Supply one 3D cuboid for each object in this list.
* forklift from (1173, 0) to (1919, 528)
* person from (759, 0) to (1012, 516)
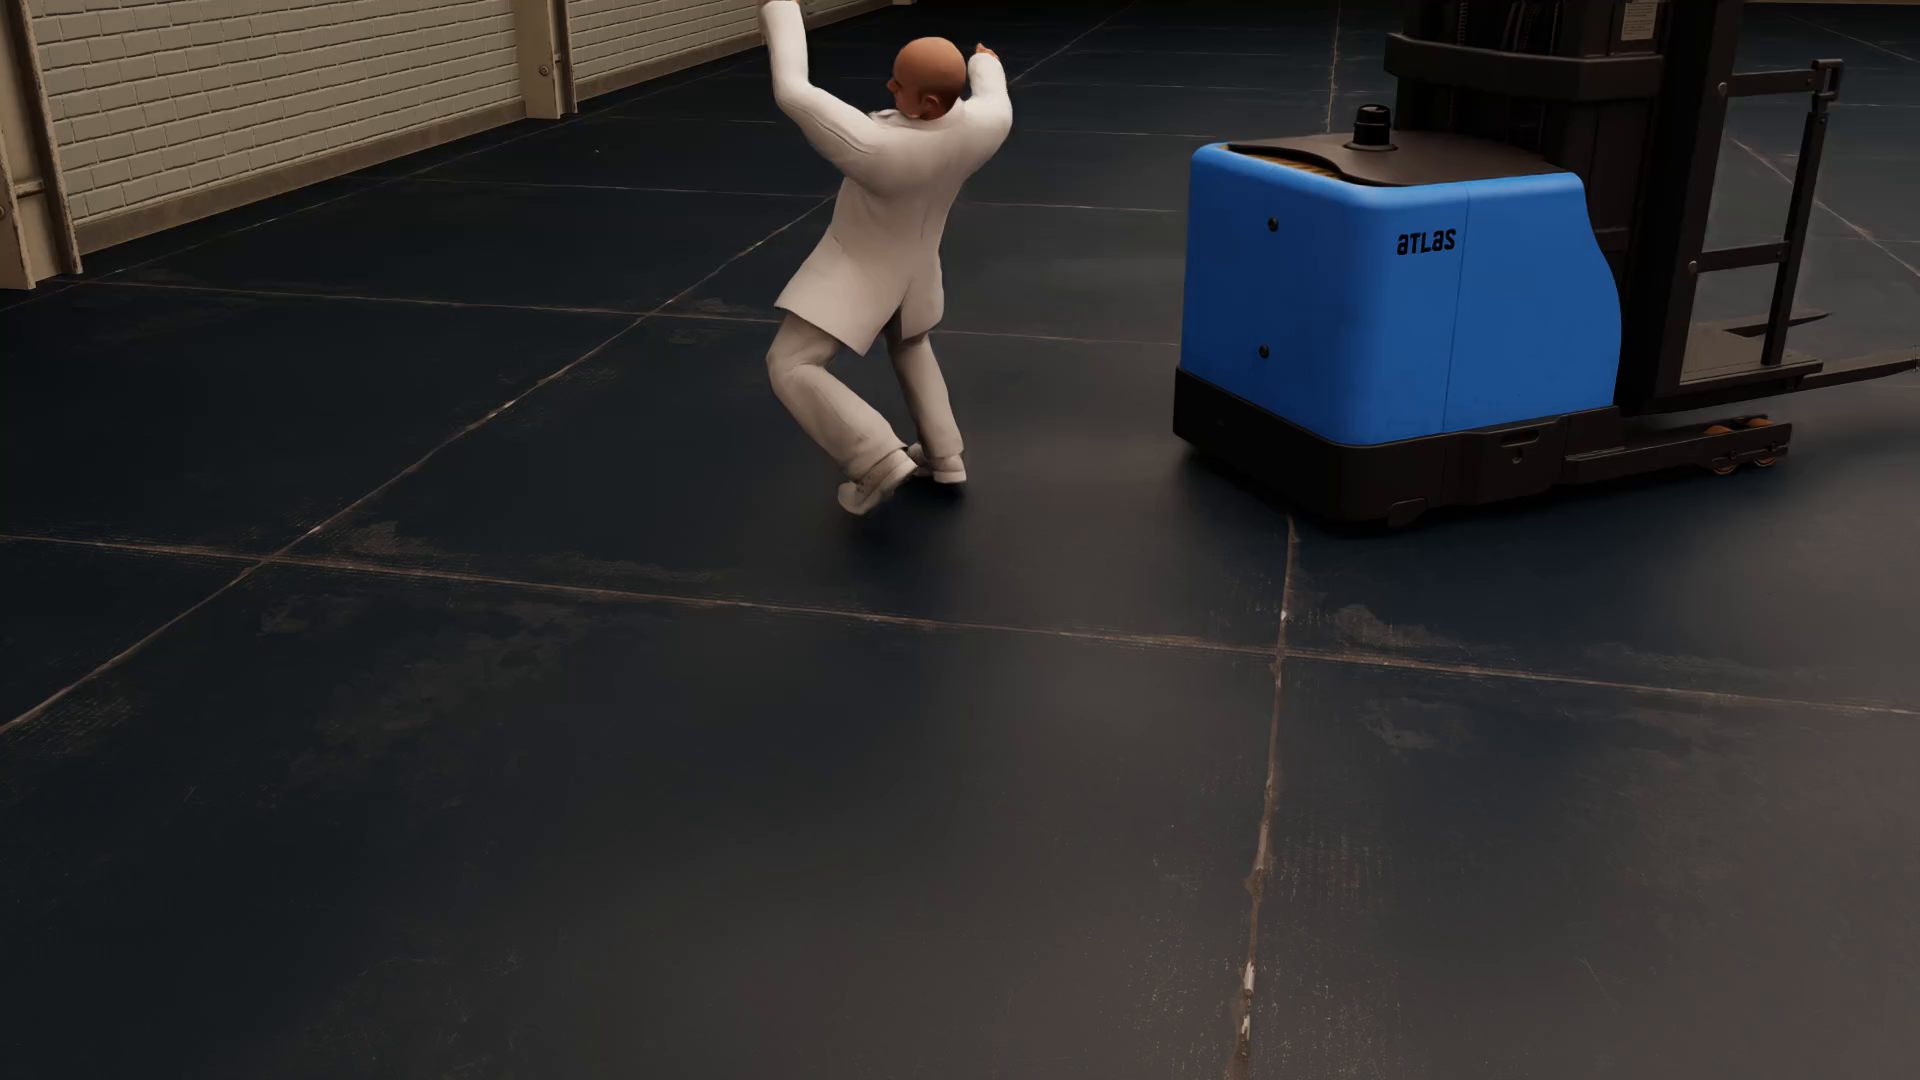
[{"bbox_3d":[2.316,-1.751,5.562,3.031,2.935,1.130,-10,24,-23],"label":"forklift"},{"bbox_3d":[-0.104,-0.970,5.321,0.688,1.651,1.108,16,27,34],"label":"person"}]
